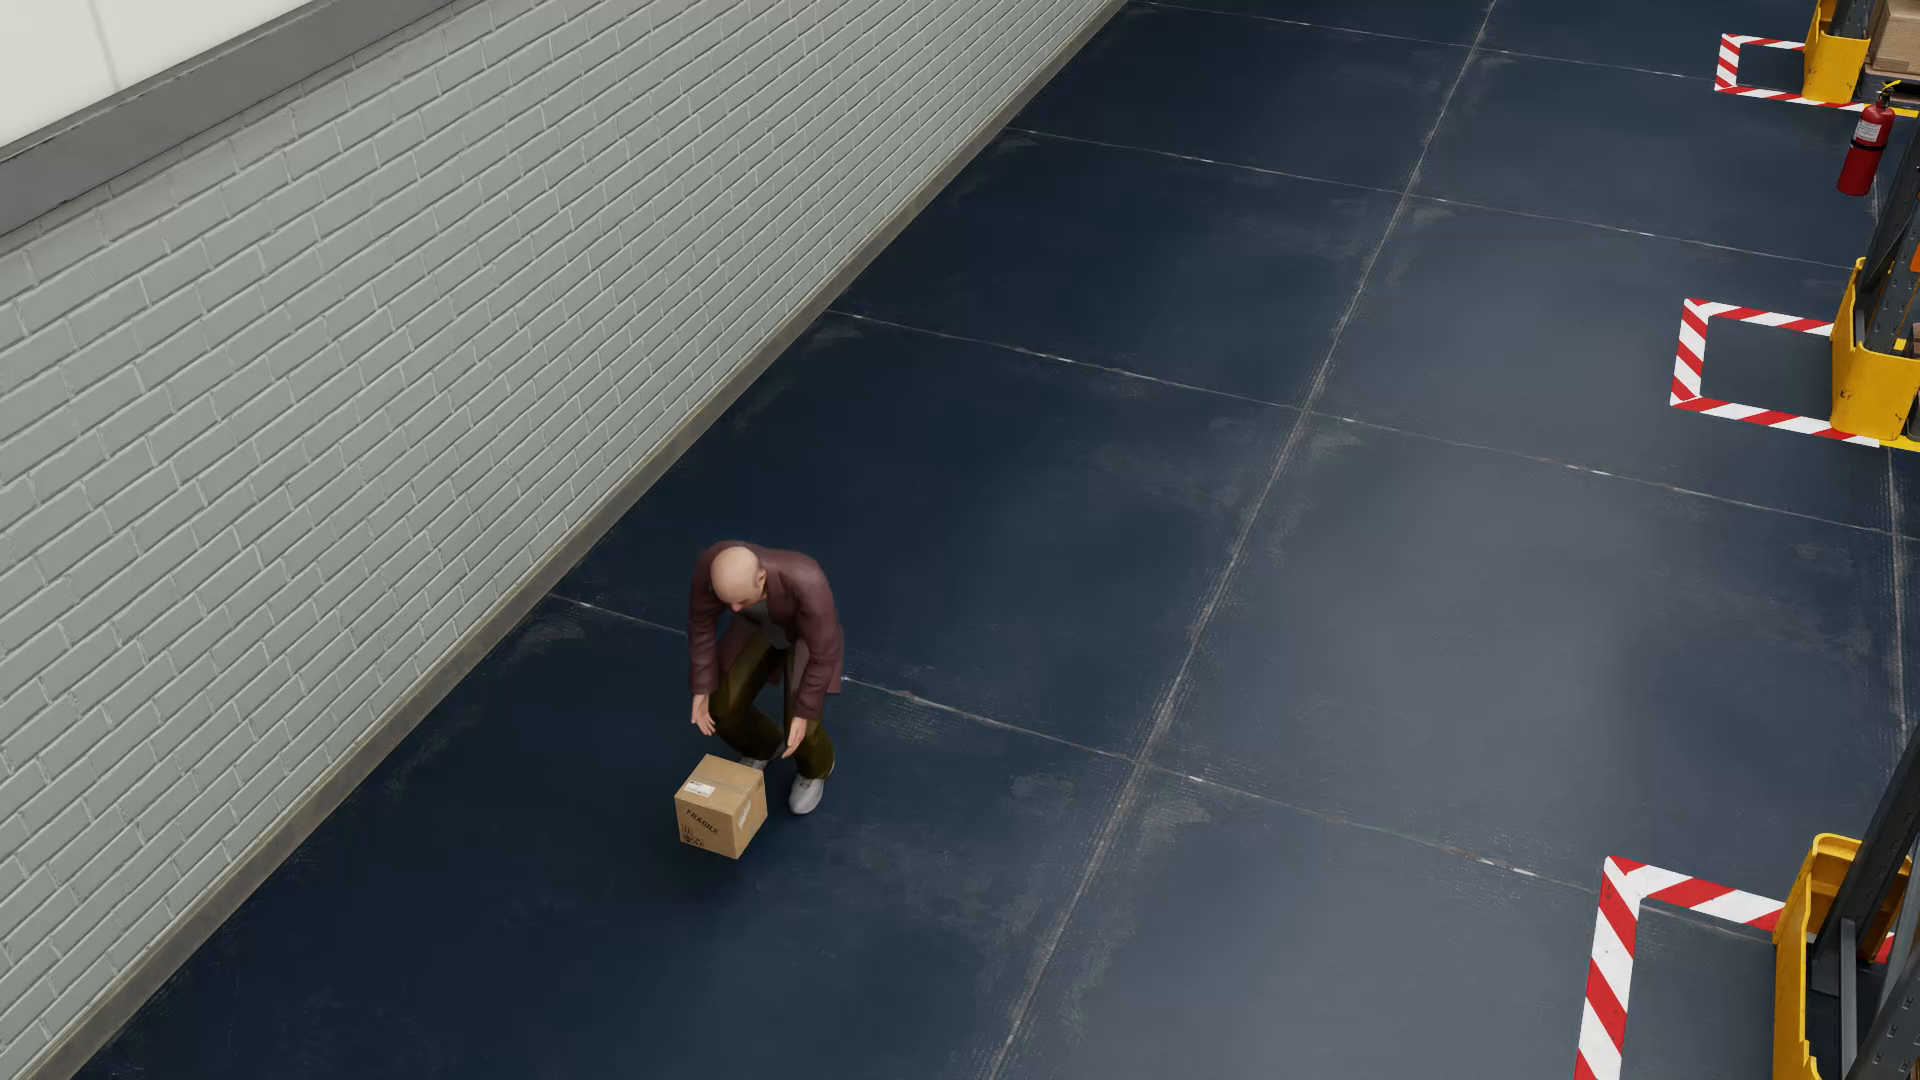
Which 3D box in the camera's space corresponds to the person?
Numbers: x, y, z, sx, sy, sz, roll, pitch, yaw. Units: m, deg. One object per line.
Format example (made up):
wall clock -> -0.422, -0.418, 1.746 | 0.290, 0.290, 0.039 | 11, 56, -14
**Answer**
person -> -0.717, 0.469, 6.517 | 0.632, 1.412, 0.718 | 14, 39, 18
